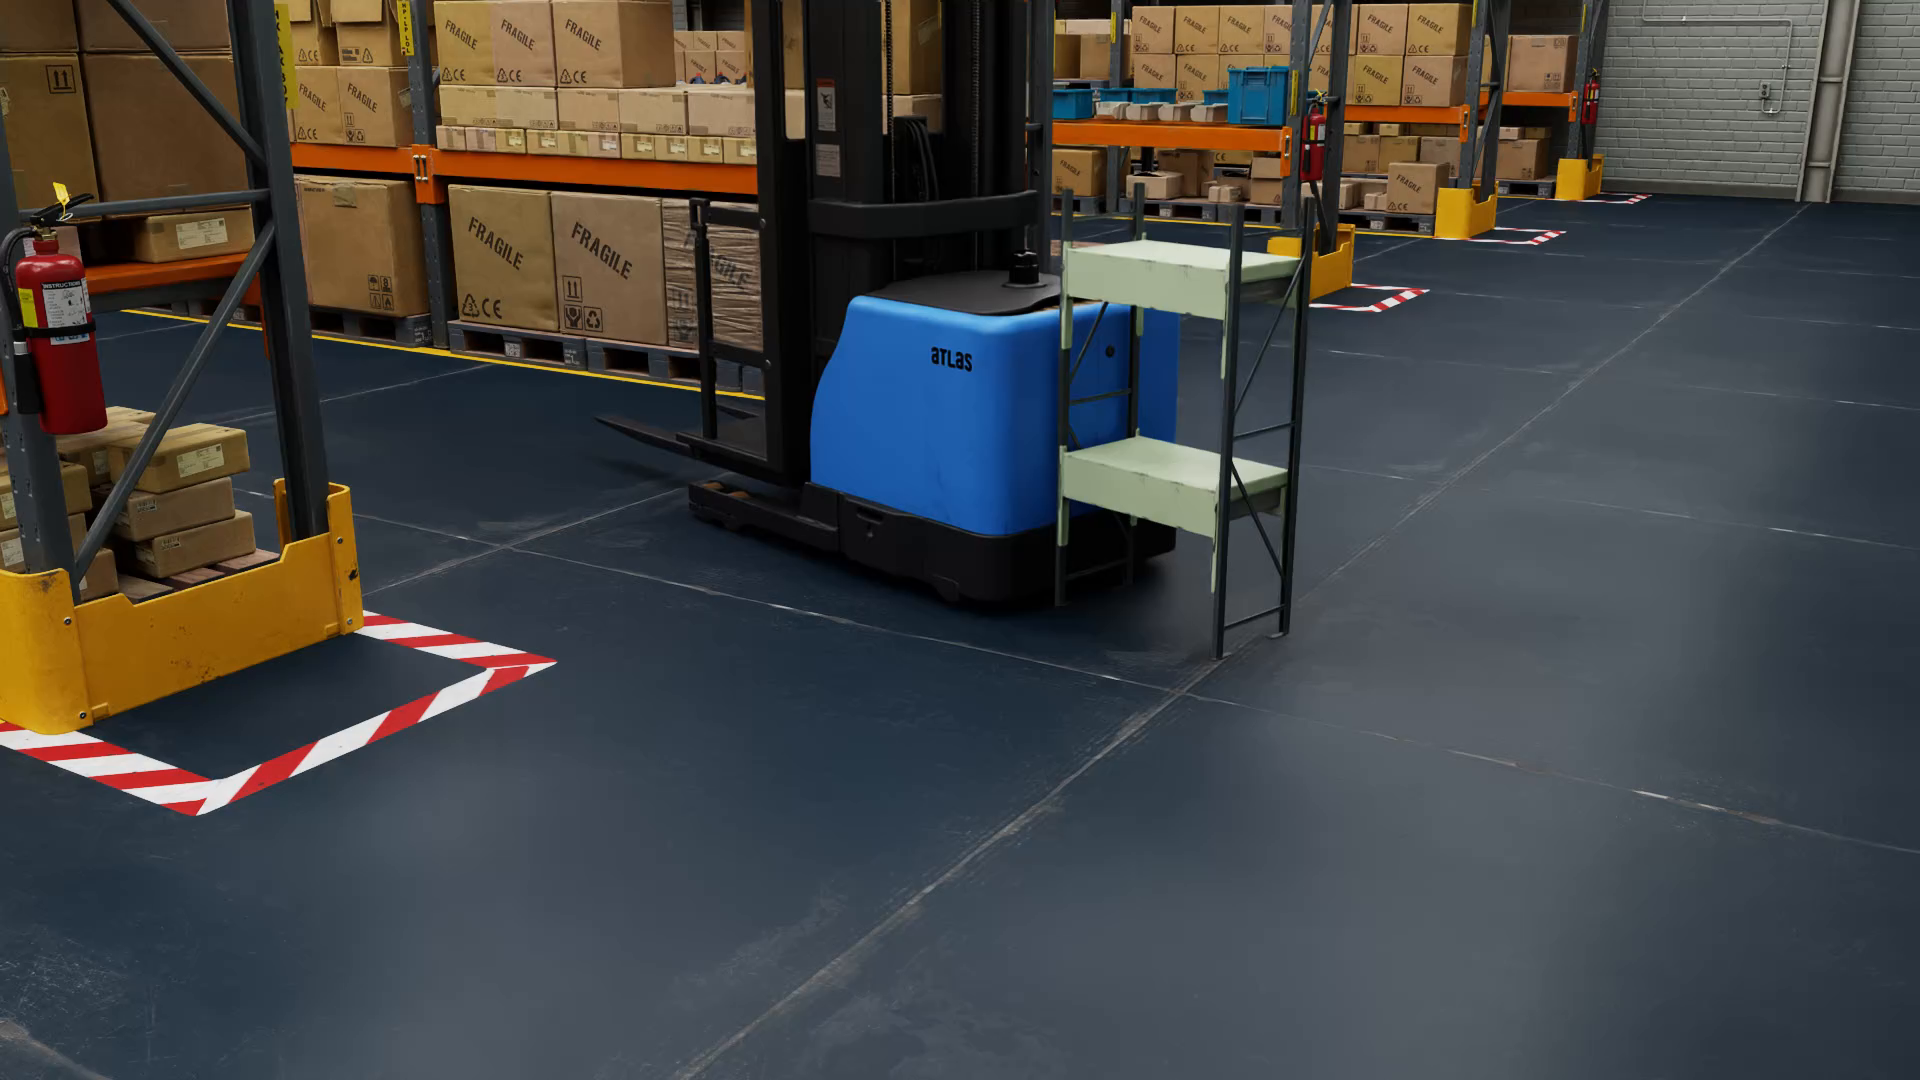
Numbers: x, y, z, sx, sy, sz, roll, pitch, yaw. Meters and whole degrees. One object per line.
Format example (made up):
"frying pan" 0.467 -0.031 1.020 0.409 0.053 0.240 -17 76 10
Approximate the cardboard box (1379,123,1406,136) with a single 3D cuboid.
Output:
"cardboard box" 5.806 -5.506 22.308 0.250 0.149 0.380 9 19 28

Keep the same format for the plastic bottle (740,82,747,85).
"plastic bottle" -1.964 -4.126 15.516 0.135 0.276 0.152 10 20 30

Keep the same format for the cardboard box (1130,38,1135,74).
"cardboard box" 2.764 -6.942 23.856 0.500 0.500 0.500 11 20 32

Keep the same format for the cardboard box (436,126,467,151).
"cardboard box" -3.117 -2.578 10.640 0.250 0.149 0.380 10 20 30

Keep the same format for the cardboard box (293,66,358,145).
"cardboard box" -4.155 -2.954 11.274 0.500 0.500 0.500 11 20 32

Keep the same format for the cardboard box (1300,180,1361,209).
"cardboard box" 4.015 -3.739 18.003 0.500 0.250 0.500 10 20 30

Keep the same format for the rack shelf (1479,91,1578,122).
"rack shelf" 6.286 -5.858 22.242 4.000 0.370 1.077 10 20 30

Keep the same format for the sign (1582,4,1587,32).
"sign" 7.694 -6.433 20.498 0.005 0.325 0.100 10 20 30

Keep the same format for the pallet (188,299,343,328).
"pallet" -4.936 -1.776 12.364 1.213 0.211 1.003 10 20 30

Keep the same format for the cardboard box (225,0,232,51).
"cardboard box" -4.860 -3.647 11.828 0.637 0.503 0.797 11 20 32

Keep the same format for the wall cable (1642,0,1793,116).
"wall cable" 9.576 -6.423 21.119 1.851 1.984 0.084 10 20 30

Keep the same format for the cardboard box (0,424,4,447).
"cardboard box" -3.438 -0.389 6.160 0.250 0.149 0.380 9 19 27

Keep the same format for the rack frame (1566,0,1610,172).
"rack frame" 7.990 -5.898 21.136 0.127 3.000 1.000 10 20 30

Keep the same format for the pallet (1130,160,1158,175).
"pallet" 2.841 -5.456 24.480 1.213 0.211 1.003 10 20 30

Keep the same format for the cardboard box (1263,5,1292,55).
"cardboard box" 3.565 -5.429 17.700 0.500 0.500 0.500 11 20 32

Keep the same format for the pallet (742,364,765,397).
"pallet" -0.509 -0.985 9.762 1.213 0.211 1.003 10 20 30

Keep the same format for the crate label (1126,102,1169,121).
"crate label" 1.526 -3.510 13.625 0.243 0.136 0.396 10 20 30

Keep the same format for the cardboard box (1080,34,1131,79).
"cardboard box" 1.706 -5.655 19.442 0.500 0.500 0.700 4 17 12

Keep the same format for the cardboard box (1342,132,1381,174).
"cardboard box" 5.591 -5.295 22.729 0.500 0.500 0.700 10 20 30

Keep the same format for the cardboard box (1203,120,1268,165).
"cardboard box" 3.960 -5.745 23.610 0.750 0.750 0.750 10 20 31

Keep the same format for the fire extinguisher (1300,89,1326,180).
"fire extinguisher" 2.696 -3.093 12.678 0.183 0.674 0.296 10 20 30

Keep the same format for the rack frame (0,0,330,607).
"rack frame" -2.469 -1.004 5.027 0.127 3.000 1.000 10 20 30

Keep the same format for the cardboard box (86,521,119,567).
"cardboard box" -3.014 -0.020 5.968 0.250 0.149 0.380 10 20 30

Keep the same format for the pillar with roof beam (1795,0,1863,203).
"pillar with roof beam" 8.490 -7.506 16.107 0.400 9.000 9.100 10 20 30

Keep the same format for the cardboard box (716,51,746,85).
"cardboard box" -2.855 -6.186 21.914 0.500 0.500 0.500 9 19 27

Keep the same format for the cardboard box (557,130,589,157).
"cardboard box" -2.226 -2.420 10.119 0.250 0.149 0.380 10 19 29

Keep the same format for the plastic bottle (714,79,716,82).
"plastic bottle" -2.470 -4.475 16.655 0.133 0.283 0.061 10 20 30

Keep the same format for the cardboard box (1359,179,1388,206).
"cardboard box" 4.660 -3.794 18.185 0.500 0.250 0.500 10 20 30

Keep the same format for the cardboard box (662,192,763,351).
"cardboard box" -1.149 -1.618 9.979 0.875 0.875 0.875 10 20 30

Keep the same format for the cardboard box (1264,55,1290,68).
"cardboard box" 3.581 -4.951 17.847 0.500 0.500 0.500 10 19 29

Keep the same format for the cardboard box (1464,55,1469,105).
"cardboard box" 5.161 -4.851 17.518 0.500 0.500 0.500 11 20 31

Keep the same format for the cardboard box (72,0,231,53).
"cardboard box" -2.712 -1.807 5.265 0.500 0.500 0.500 10 20 30

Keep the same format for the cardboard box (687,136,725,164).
"cardboard box" -1.355 -2.264 9.606 0.250 0.149 0.380 10 20 30

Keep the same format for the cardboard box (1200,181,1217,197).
"cardboard box" 2.977 -4.067 19.256 0.250 0.149 0.380 10 20 30

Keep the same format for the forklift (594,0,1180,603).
"forklift" -0.515 -1.530 6.874 1.130 2.935 3.031 -15 22 -40

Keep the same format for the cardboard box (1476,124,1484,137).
"cardboard box" 6.907 -5.440 22.092 0.250 0.149 0.380 10 20 31

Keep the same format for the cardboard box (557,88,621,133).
"cardboard box" -2.067 -2.606 10.045 0.500 0.250 0.500 11 20 31

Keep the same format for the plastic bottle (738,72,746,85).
"plastic bottle" -2.085 -4.425 16.372 0.185 0.351 0.144 10 20 30

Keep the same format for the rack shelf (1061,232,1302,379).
"rack shelf" 0.747 -0.804 5.606 0.431 0.370 0.720 -15 22 -40

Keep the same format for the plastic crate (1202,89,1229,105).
"plastic crate" 2.206 -3.612 13.796 0.300 0.233 0.416 10 20 30

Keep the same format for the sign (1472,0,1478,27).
"sign" 5.093 -5.241 16.439 0.005 0.325 0.100 10 20 30

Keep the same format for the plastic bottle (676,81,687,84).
"plastic bottle" -2.630 -4.245 15.908 0.135 0.276 0.152 10 20 30

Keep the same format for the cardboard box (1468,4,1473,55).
"cardboard box" 5.161 -5.329 17.373 0.500 0.500 0.500 11 20 32

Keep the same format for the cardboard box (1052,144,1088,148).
"cardboard box" 1.247 -4.506 20.097 0.500 0.500 0.500 10 20 31

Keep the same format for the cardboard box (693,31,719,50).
"cardboard box" -4.095 -8.248 27.806 0.500 0.500 0.500 11 20 32

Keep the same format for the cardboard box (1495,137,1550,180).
"cardboard box" 7.341 -4.984 21.707 0.500 0.500 0.700 10 20 30

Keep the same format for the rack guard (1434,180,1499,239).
"rack guard" 5.336 -3.486 17.497 0.348 0.500 1.175 10 20 30

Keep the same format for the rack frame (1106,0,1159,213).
"rack frame" 1.992 -5.279 19.098 0.127 3.000 1.000 10 20 30

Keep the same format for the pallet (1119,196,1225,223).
"pallet" 2.577 -3.840 19.159 1.213 0.211 1.003 10 20 30

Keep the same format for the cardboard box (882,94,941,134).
"cardboard box" -0.339 -2.296 9.025 0.500 0.250 0.500 10 19 29

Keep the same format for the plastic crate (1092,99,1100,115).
"plastic crate" 1.038 -3.765 14.464 0.466 0.136 0.293 10 20 30

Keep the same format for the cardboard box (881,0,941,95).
"cardboard box" -0.340 -2.656 8.920 0.500 0.500 0.500 10 20 31

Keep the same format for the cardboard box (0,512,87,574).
"cardboard box" -3.068 0.007 5.369 0.250 0.149 0.380 10 19 29

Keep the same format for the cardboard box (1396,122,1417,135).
"cardboard box" 6.035 -5.595 22.603 0.250 0.149 0.380 10 20 31

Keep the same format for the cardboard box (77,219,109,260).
"cardboard box" -2.812 -1.043 5.587 0.250 0.149 0.380 11 20 32

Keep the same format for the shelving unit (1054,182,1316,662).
"shelving unit" 0.747 -0.431 5.719 0.431 1.500 0.755 -15 22 -40
